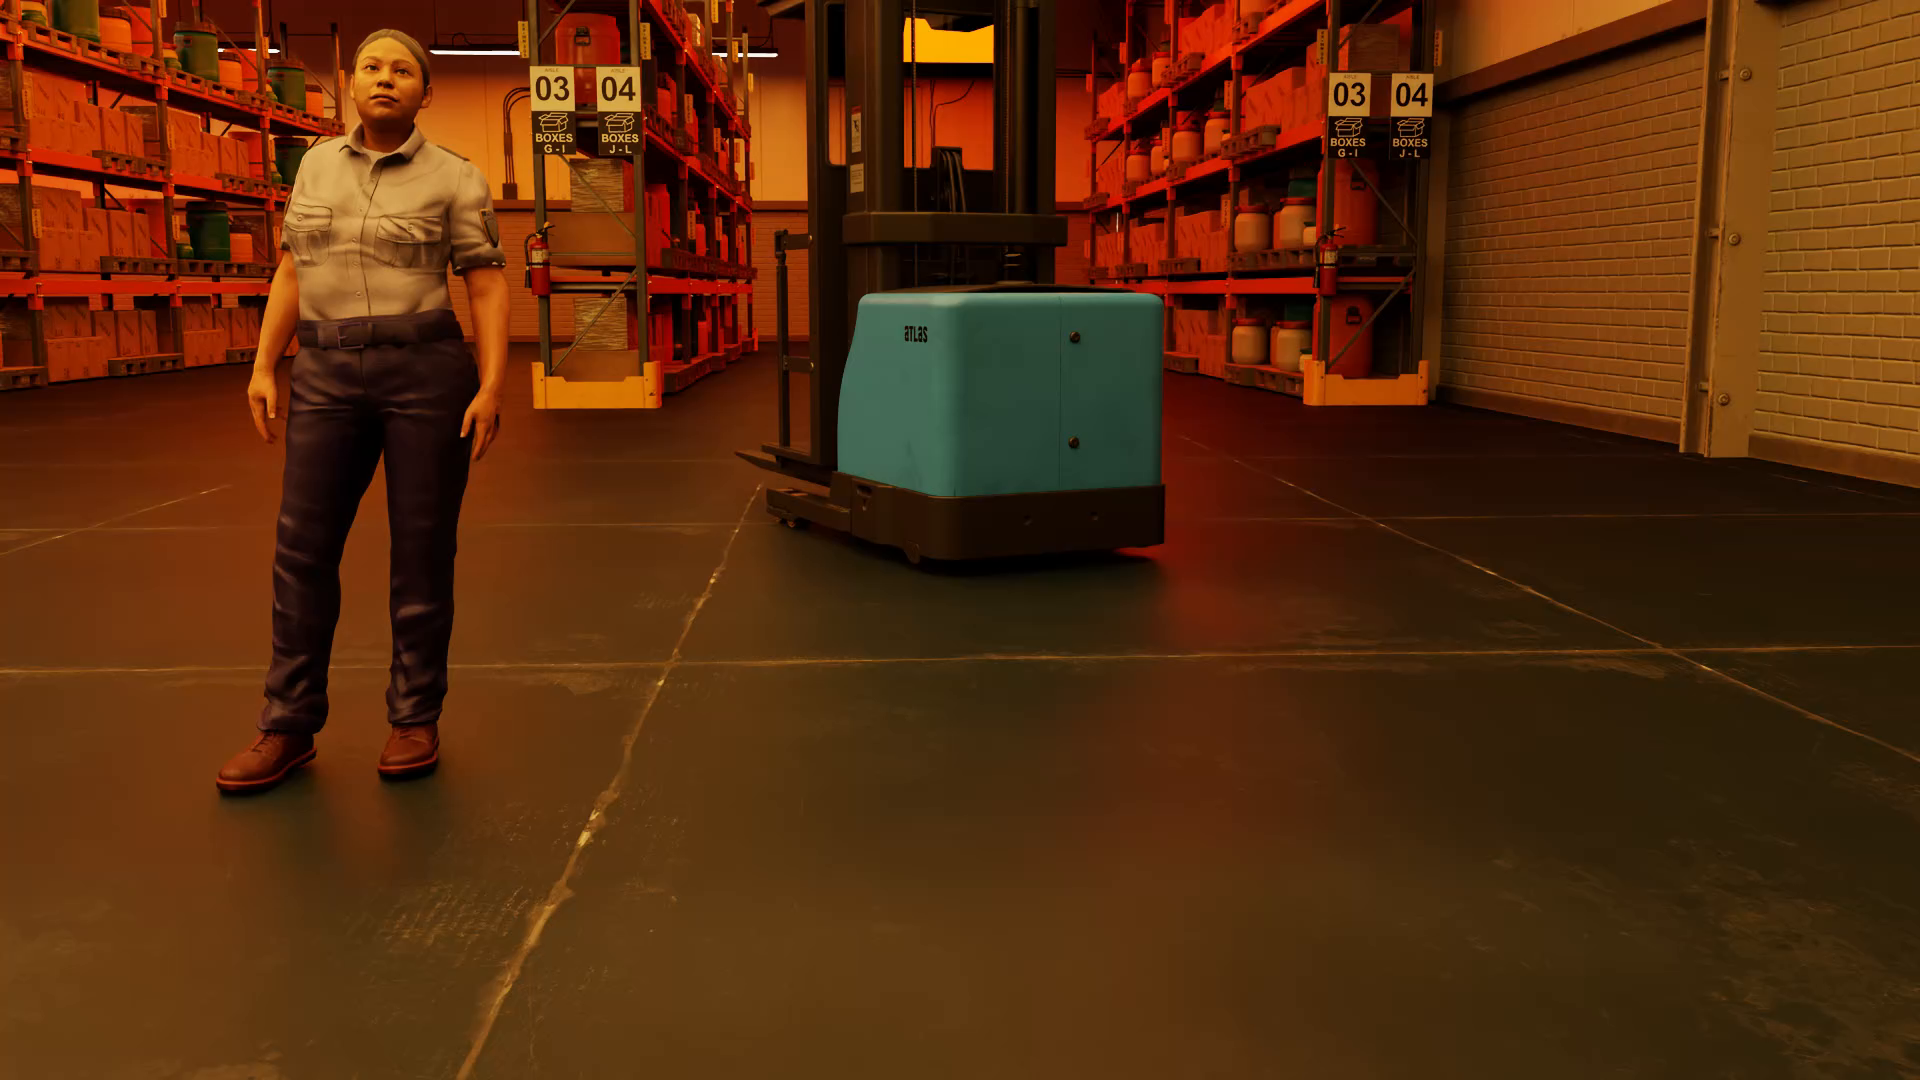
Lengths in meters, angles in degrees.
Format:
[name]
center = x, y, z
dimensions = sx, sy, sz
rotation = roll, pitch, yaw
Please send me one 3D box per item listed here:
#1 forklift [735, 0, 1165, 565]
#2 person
[forklift]
center = -0.264, -1.530, 7.637
dimensions = 1.130, 2.935, 3.031
rotation = -4, 9, -25
[person]
center = -1.327, -0.304, 3.701
dimensions = 0.598, 1.651, 0.502
rotation = 0, 8, 0
